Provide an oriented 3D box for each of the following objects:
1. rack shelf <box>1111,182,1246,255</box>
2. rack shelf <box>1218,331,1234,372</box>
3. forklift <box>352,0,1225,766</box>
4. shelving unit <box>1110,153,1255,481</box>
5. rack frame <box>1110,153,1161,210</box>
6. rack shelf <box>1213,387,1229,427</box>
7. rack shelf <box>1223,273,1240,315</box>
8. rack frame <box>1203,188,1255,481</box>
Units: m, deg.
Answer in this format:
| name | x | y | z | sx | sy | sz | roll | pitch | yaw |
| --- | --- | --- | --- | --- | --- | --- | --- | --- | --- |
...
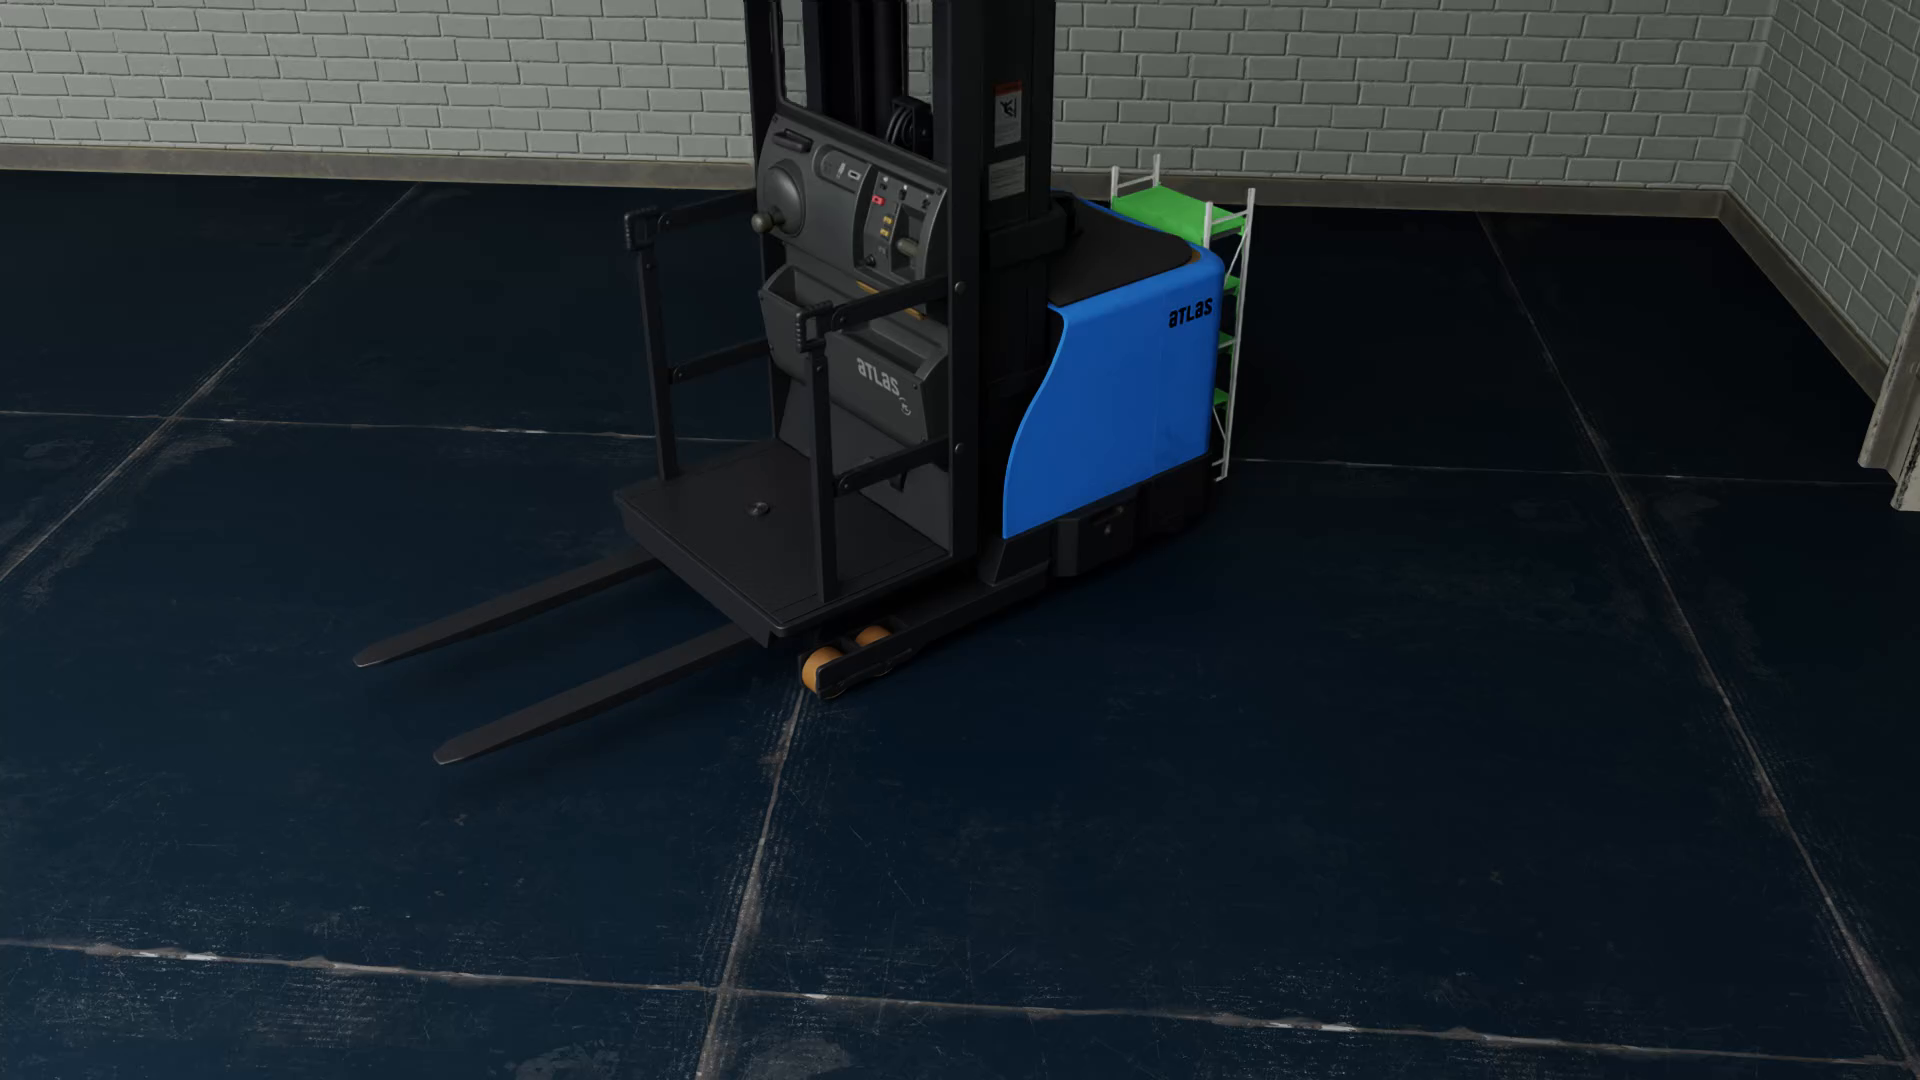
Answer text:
| name | x | y | z | sx | sy | sz | roll | pitch | yaw |
| --- | --- | --- | --- | --- | --- | --- | --- | --- | --- |
| rack shelf | 0.821 | -1.181 | 6.229 | 0.258 | 0.148 | 0.480 | -23 | 38 | -32 |
| rack shelf | 0.820 | -0.772 | 6.481 | 0.258 | 0.148 | 0.480 | -23 | 38 | -32 |
| forklift | -0.519 | -1.045 | 5.152 | 3.031 | 2.935 | 1.130 | -23 | 38 | -32 |
| shelving unit | 0.820 | -0.827 | 6.447 | 0.258 | 1.200 | 0.503 | -23 | 38 | -32 |
| rack frame | 0.668 | -0.927 | 6.610 | 0.240 | 1.200 | 0.015 | -23 | 38 | -32 |
| rack shelf | 0.820 | -0.568 | 6.606 | 0.258 | 0.148 | 0.480 | -23 | 38 | -32 |
| rack shelf | 0.820 | -0.977 | 6.355 | 0.258 | 0.148 | 0.480 | -23 | 38 | -32 |
| rack frame | 0.972 | -0.727 | 6.285 | 0.240 | 1.200 | 0.015 | -23 | 38 | -32 |
